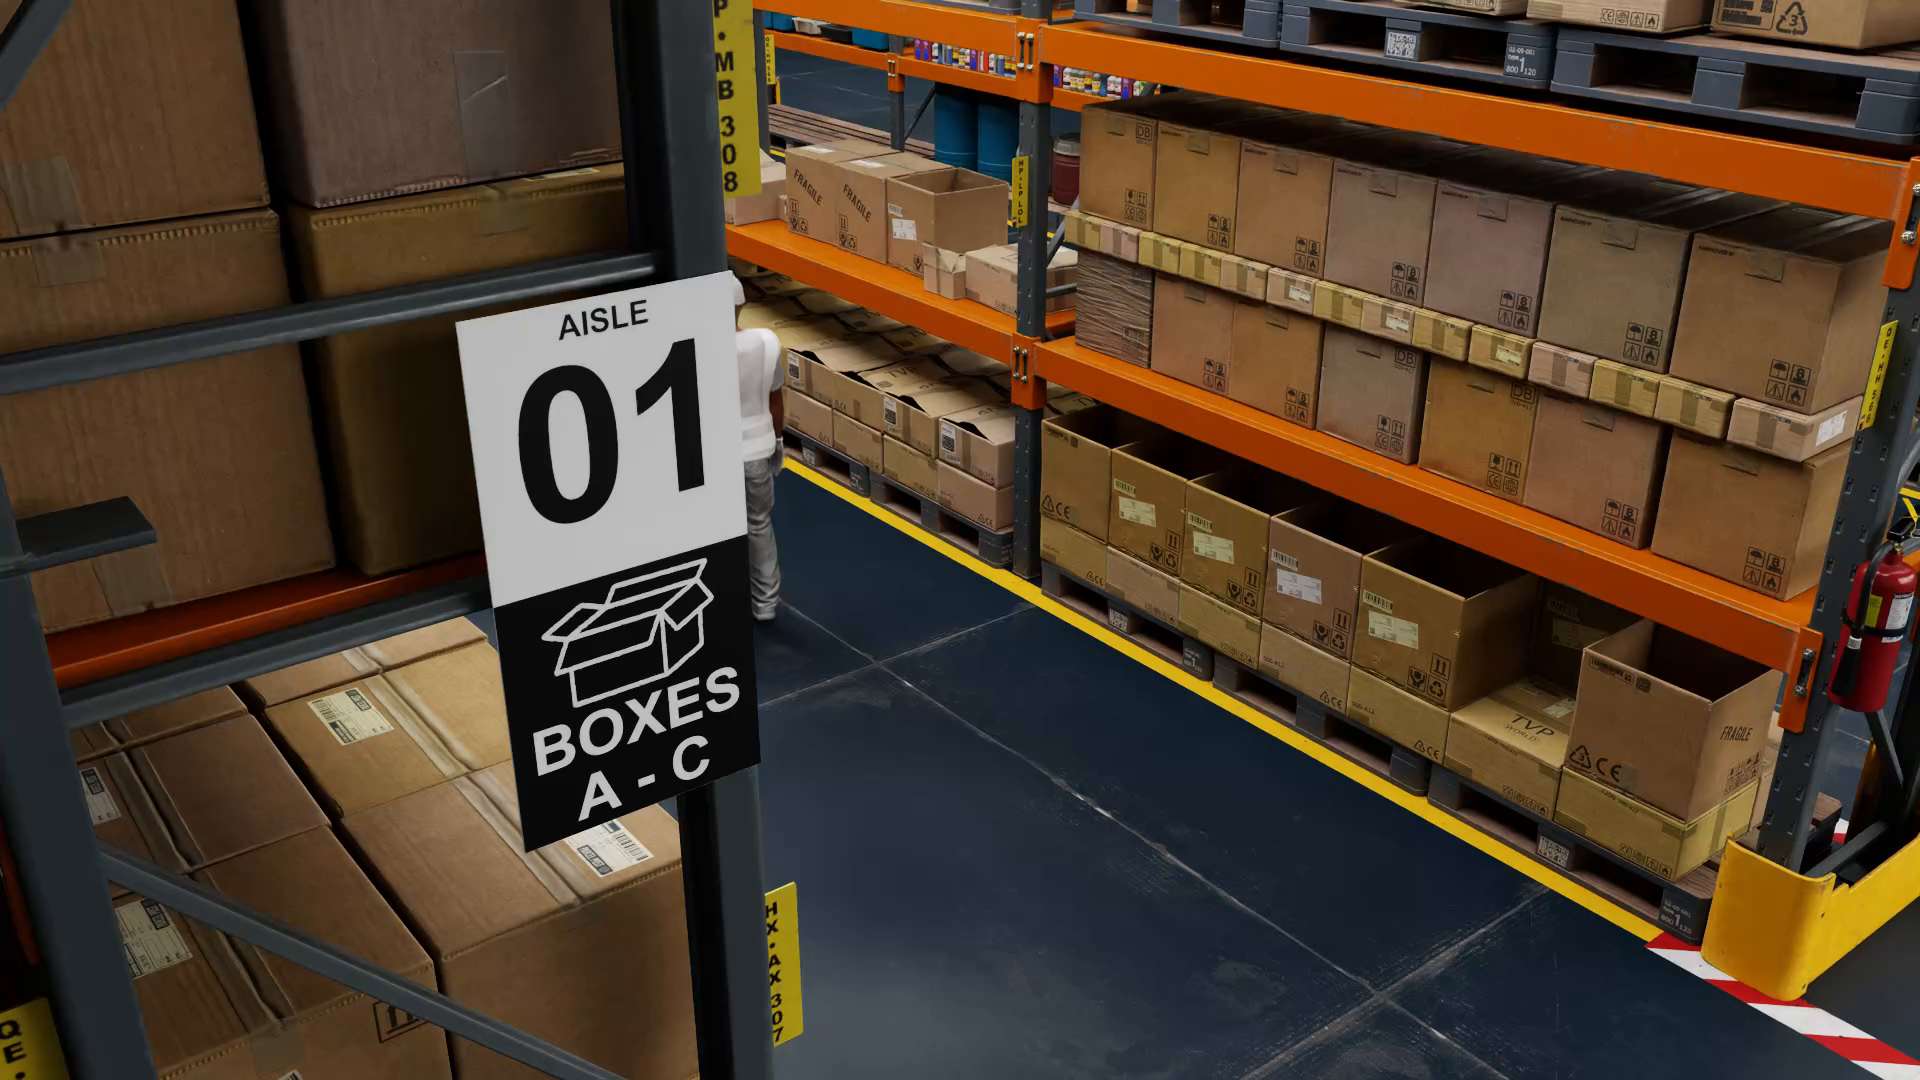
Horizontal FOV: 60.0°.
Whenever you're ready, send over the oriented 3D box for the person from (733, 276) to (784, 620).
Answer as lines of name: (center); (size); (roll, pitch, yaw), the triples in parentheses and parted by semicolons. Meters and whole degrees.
person: (-1.104, -0.398, 7.889); (0.564, 1.815, 0.405); (-18, 30, -34)
